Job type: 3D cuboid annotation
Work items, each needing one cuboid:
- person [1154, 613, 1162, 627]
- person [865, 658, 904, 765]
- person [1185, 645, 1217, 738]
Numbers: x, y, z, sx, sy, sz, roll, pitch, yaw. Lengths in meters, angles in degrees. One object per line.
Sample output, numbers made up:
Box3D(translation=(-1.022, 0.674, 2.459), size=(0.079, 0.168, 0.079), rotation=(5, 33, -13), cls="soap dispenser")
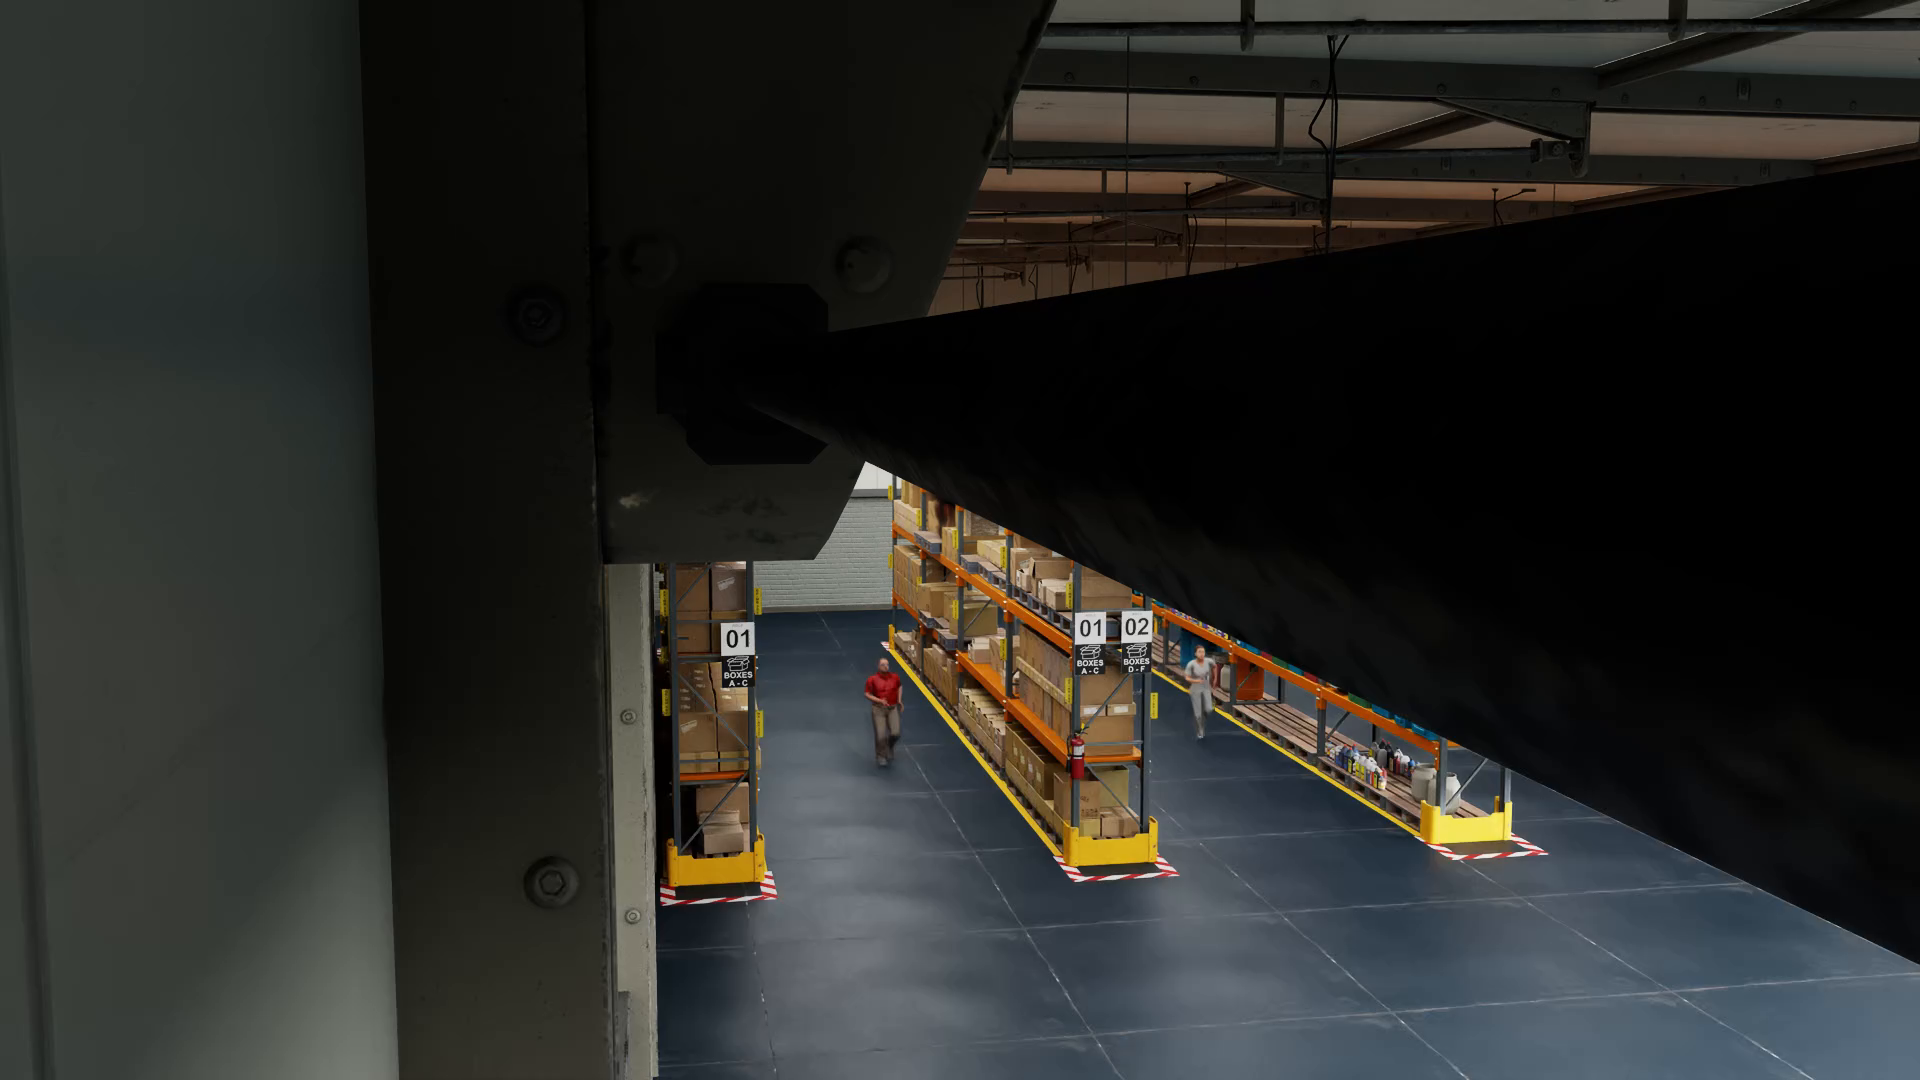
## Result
Box3D(translation=(4.787, 1.251, 38.952), size=(0.721, 1.815, 0.654), rotation=(-2, 6, -14), cls="person")
Box3D(translation=(-1.150, 2.685, 25.944), size=(0.651, 1.688, 0.607), rotation=(-2, 7, -19), cls="person")
Box3D(translation=(4.019, 2.529, 27.603), size=(0.598, 1.615, 0.703), rotation=(-1, 6, -6), cls="person")
